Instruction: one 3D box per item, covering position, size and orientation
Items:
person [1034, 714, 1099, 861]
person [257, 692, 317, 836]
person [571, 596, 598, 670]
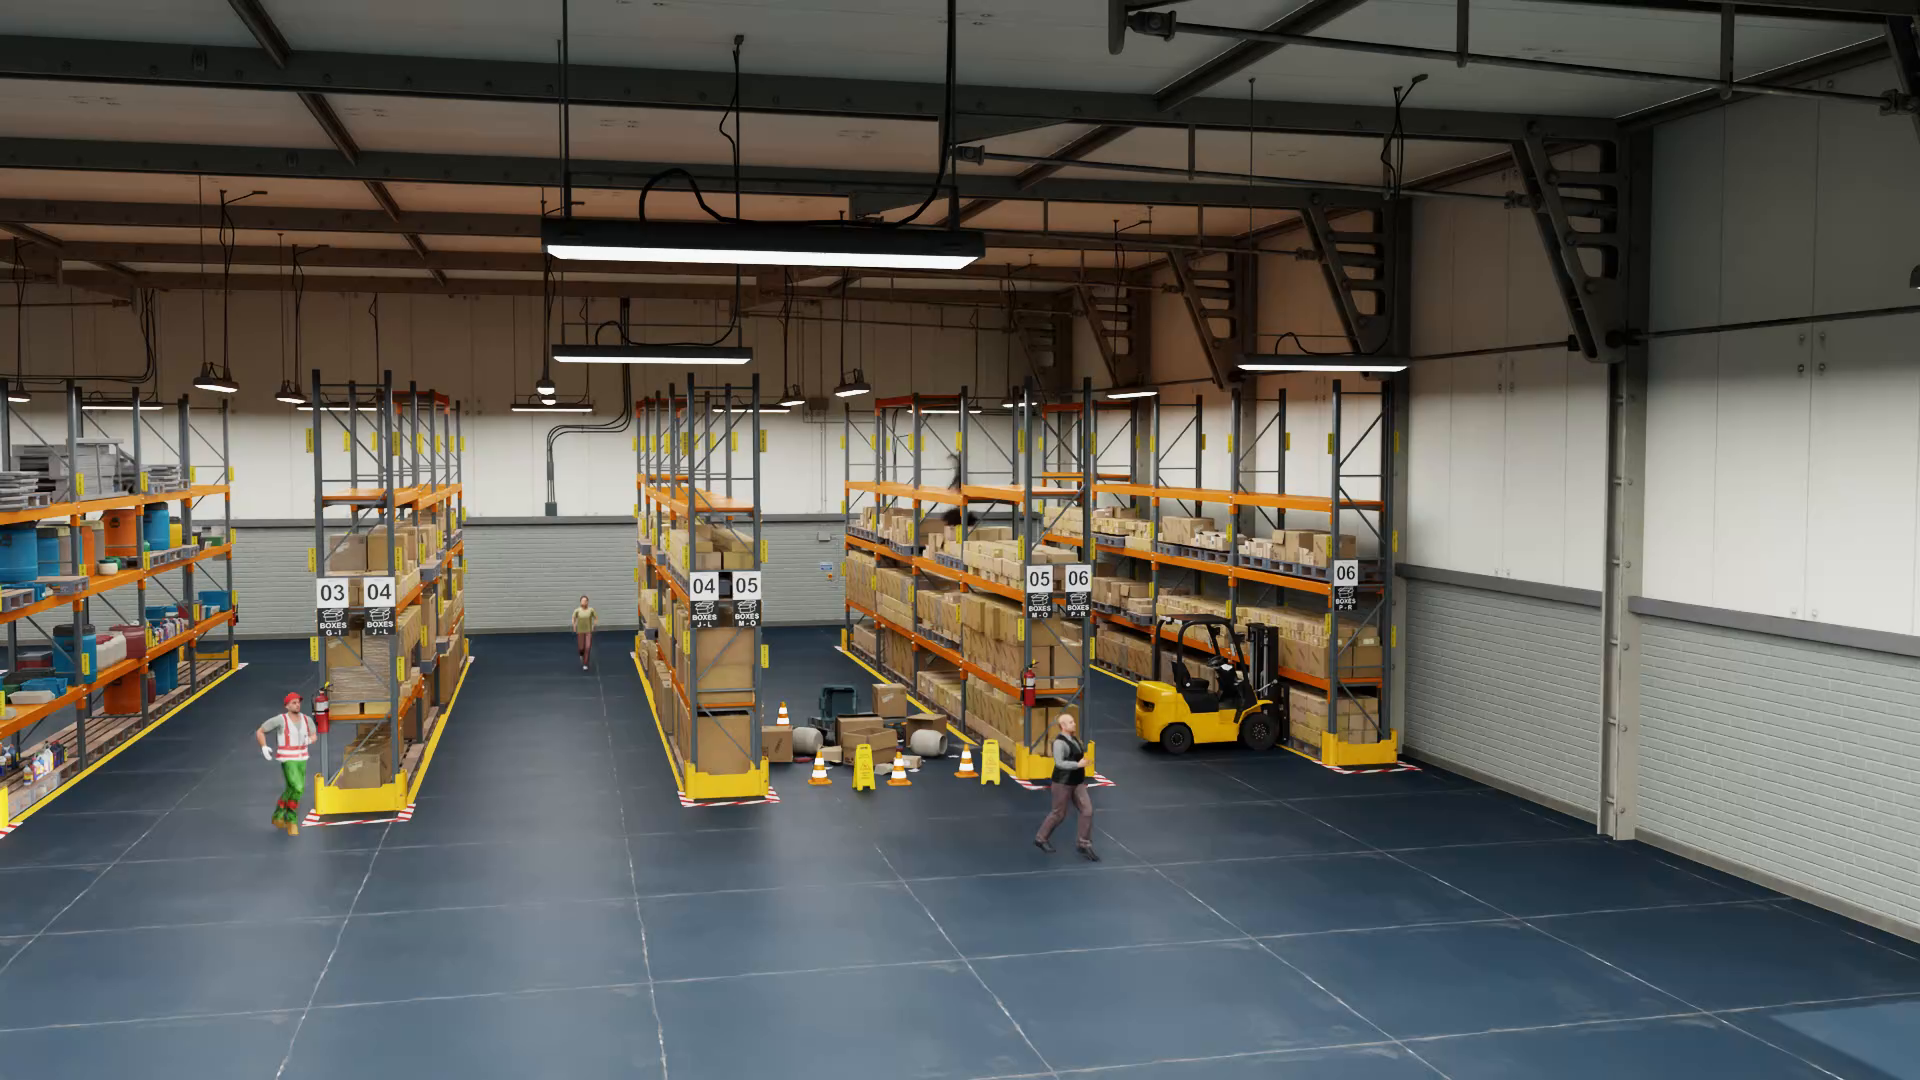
[{"bbox_3d":[1.269,2.979,20.044,0.791,1.775,0.642,2,4,33],"label":"person"},{"bbox_3d":[-8.632,2.887,21.481,0.664,1.830,0.686,2,4,27],"label":"person"},{"bbox_3d":[-8.352,2.055,37.051,0.591,1.629,0.657,-1,3,-13],"label":"person"}]
